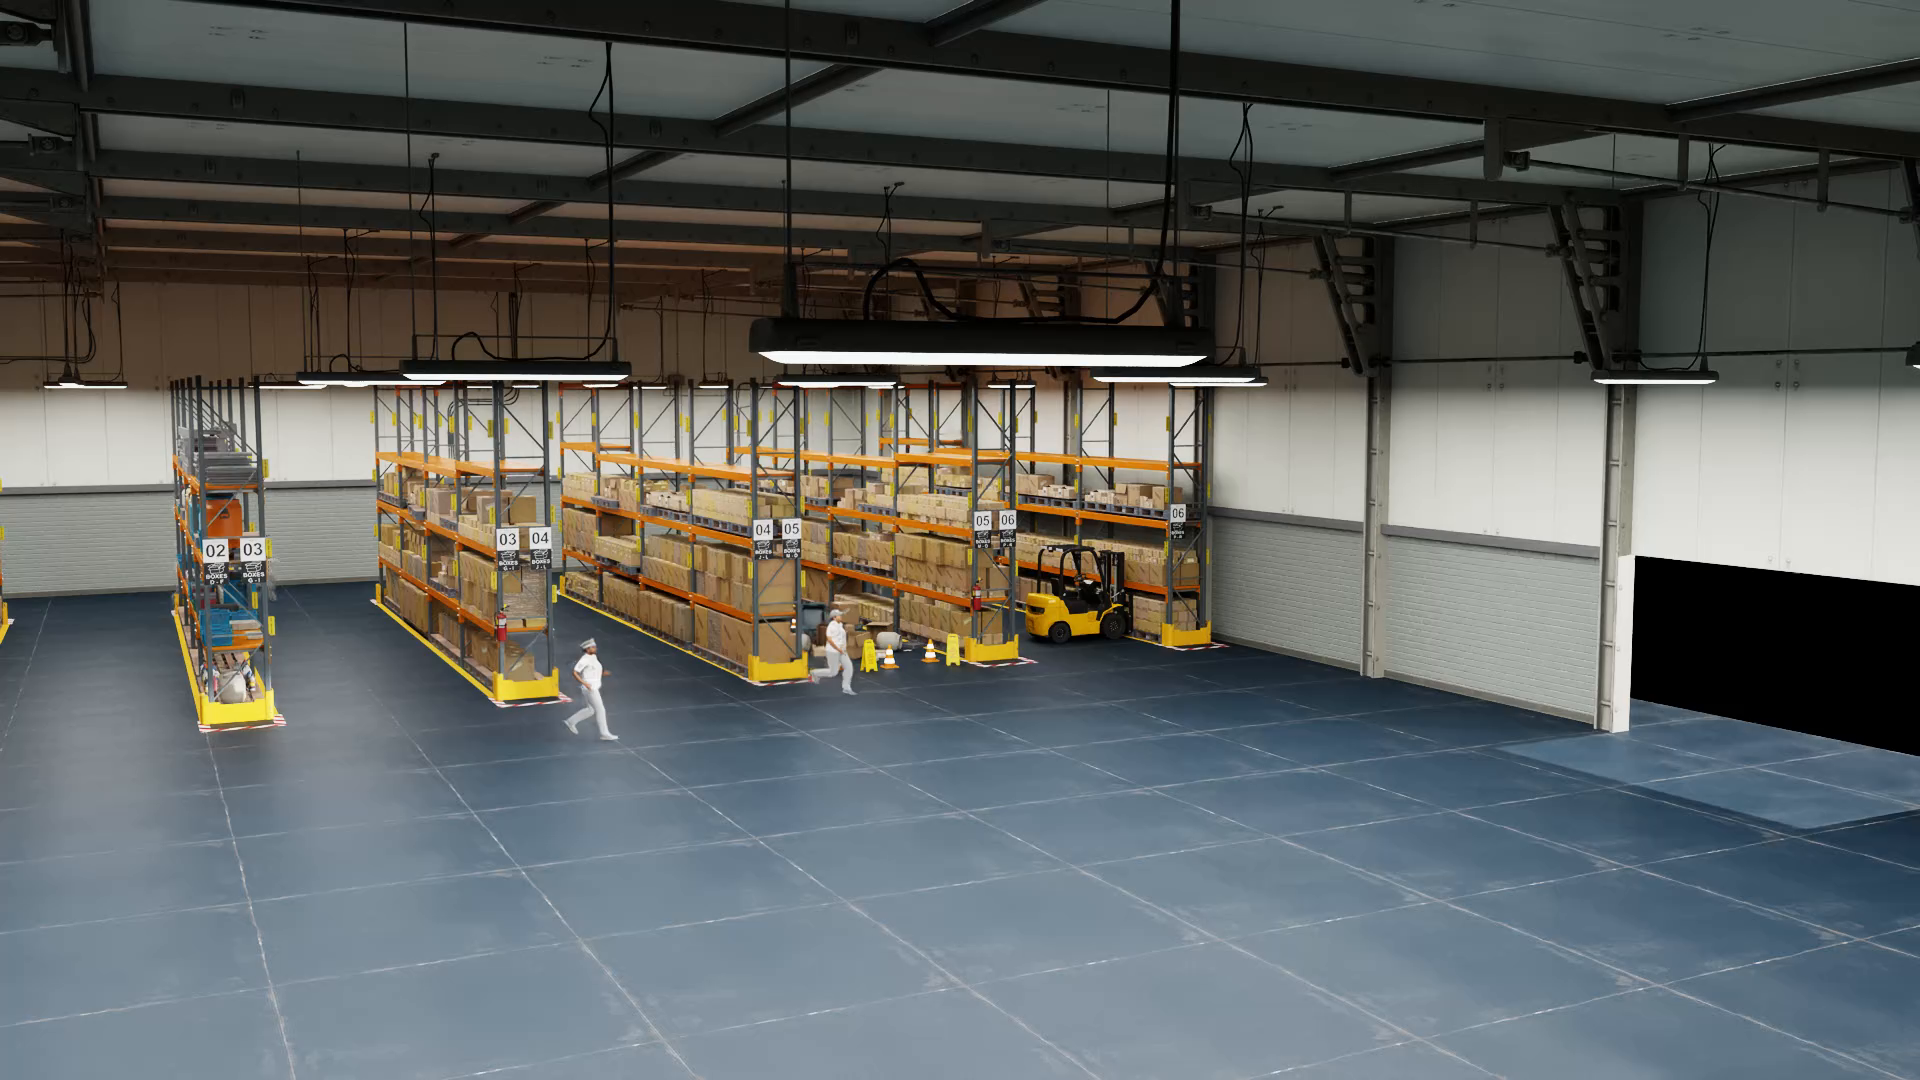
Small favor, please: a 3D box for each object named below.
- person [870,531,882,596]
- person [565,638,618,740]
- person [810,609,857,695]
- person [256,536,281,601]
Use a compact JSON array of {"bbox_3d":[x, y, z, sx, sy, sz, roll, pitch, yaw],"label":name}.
[{"bbox_3d":[-2.376,0.628,44.843,0.643,1.741,0.589,-3,6,-26],"label":"person"},{"bbox_3d":[-6.068,2.441,27.311,0.899,1.673,0.583,0,5,3],"label":"person"},{"bbox_3d":[-2.386,2.133,31.539,0.891,1.649,0.581,2,5,17],"label":"person"},{"bbox_3d":[-19.059,0.799,45.443,0.859,1.830,0.625,-1,5,-16],"label":"person"}]
